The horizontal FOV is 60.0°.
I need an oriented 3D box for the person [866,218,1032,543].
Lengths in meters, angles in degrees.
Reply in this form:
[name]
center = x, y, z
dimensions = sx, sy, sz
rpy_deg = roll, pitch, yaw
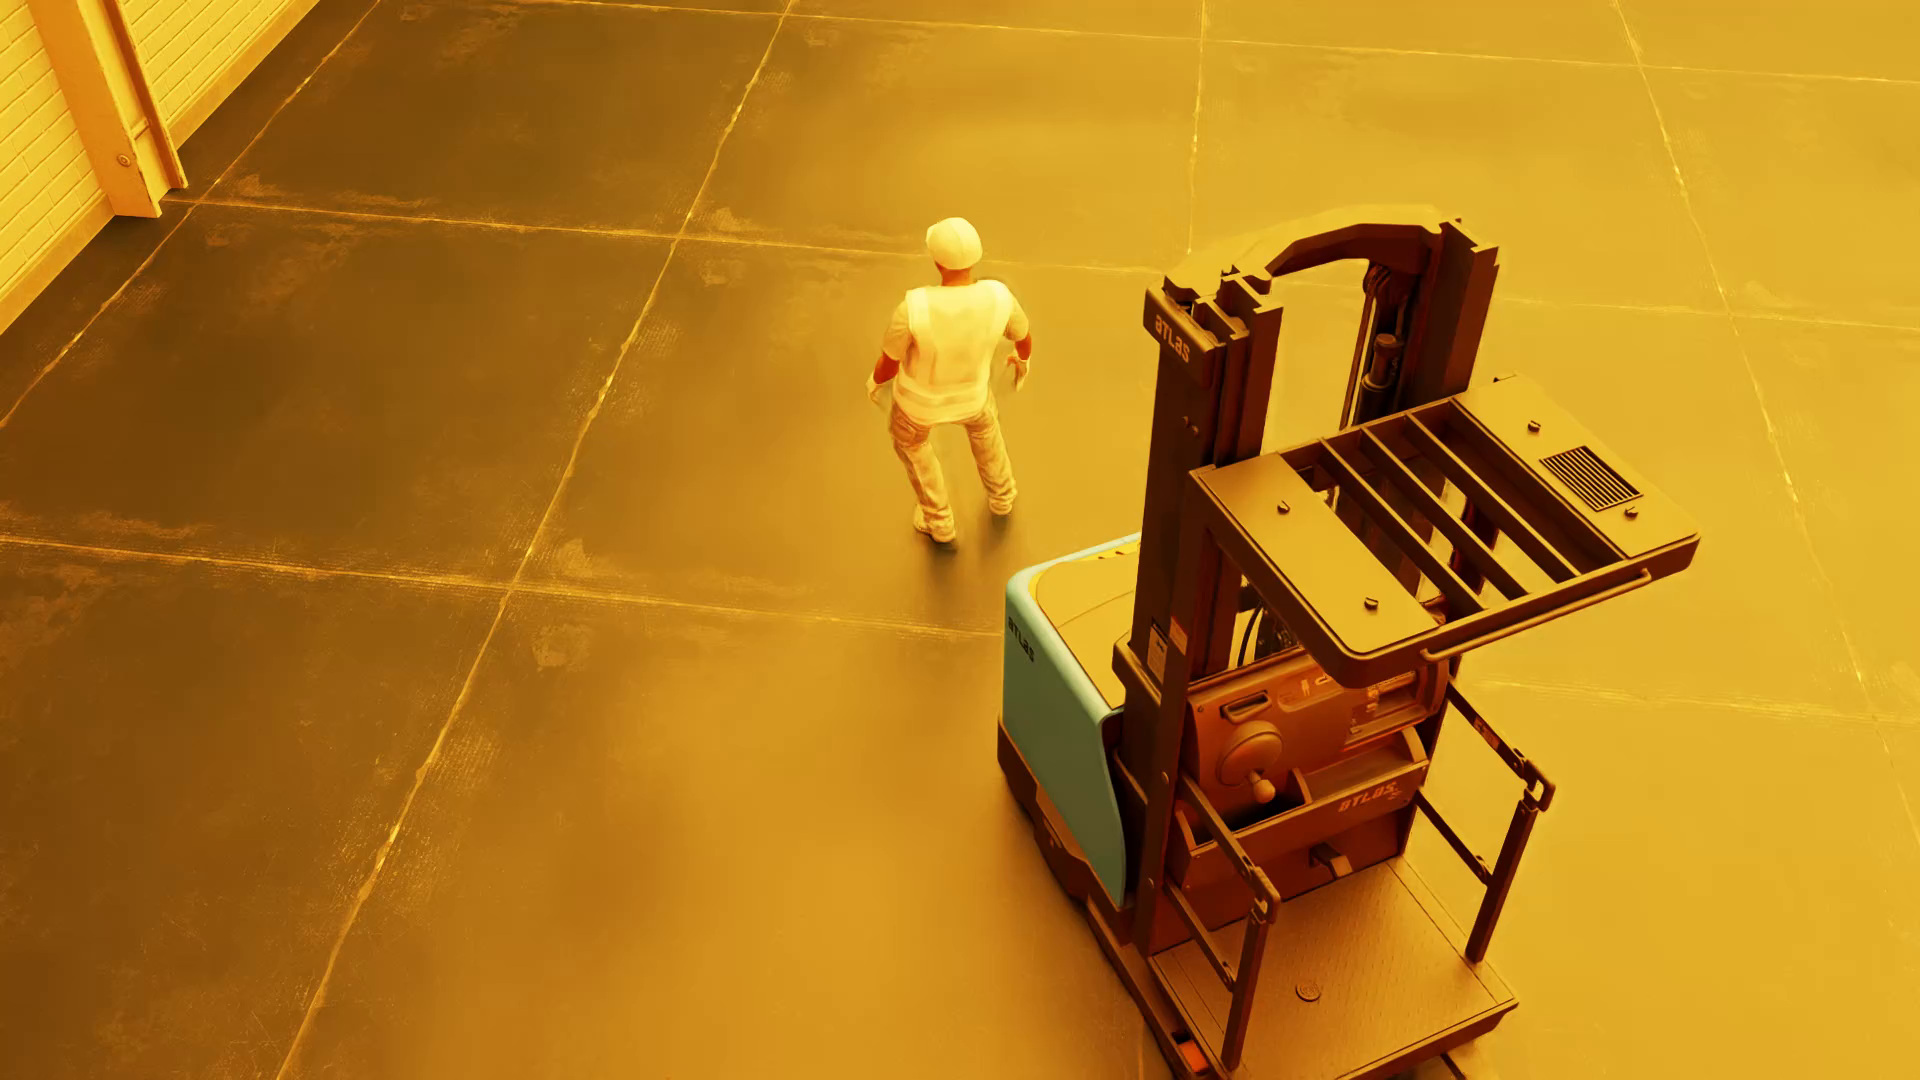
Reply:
[person]
center = -0.028, -0.717, 7.401
dimensions = 0.773, 1.727, 0.523
rpy_deg = -13, 44, -13

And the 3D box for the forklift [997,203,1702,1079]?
[forklift]
center = 1.225, 0.610, 5.061
dimensions = 1.130, 2.935, 3.031
rpy_deg = -17, 45, -18
